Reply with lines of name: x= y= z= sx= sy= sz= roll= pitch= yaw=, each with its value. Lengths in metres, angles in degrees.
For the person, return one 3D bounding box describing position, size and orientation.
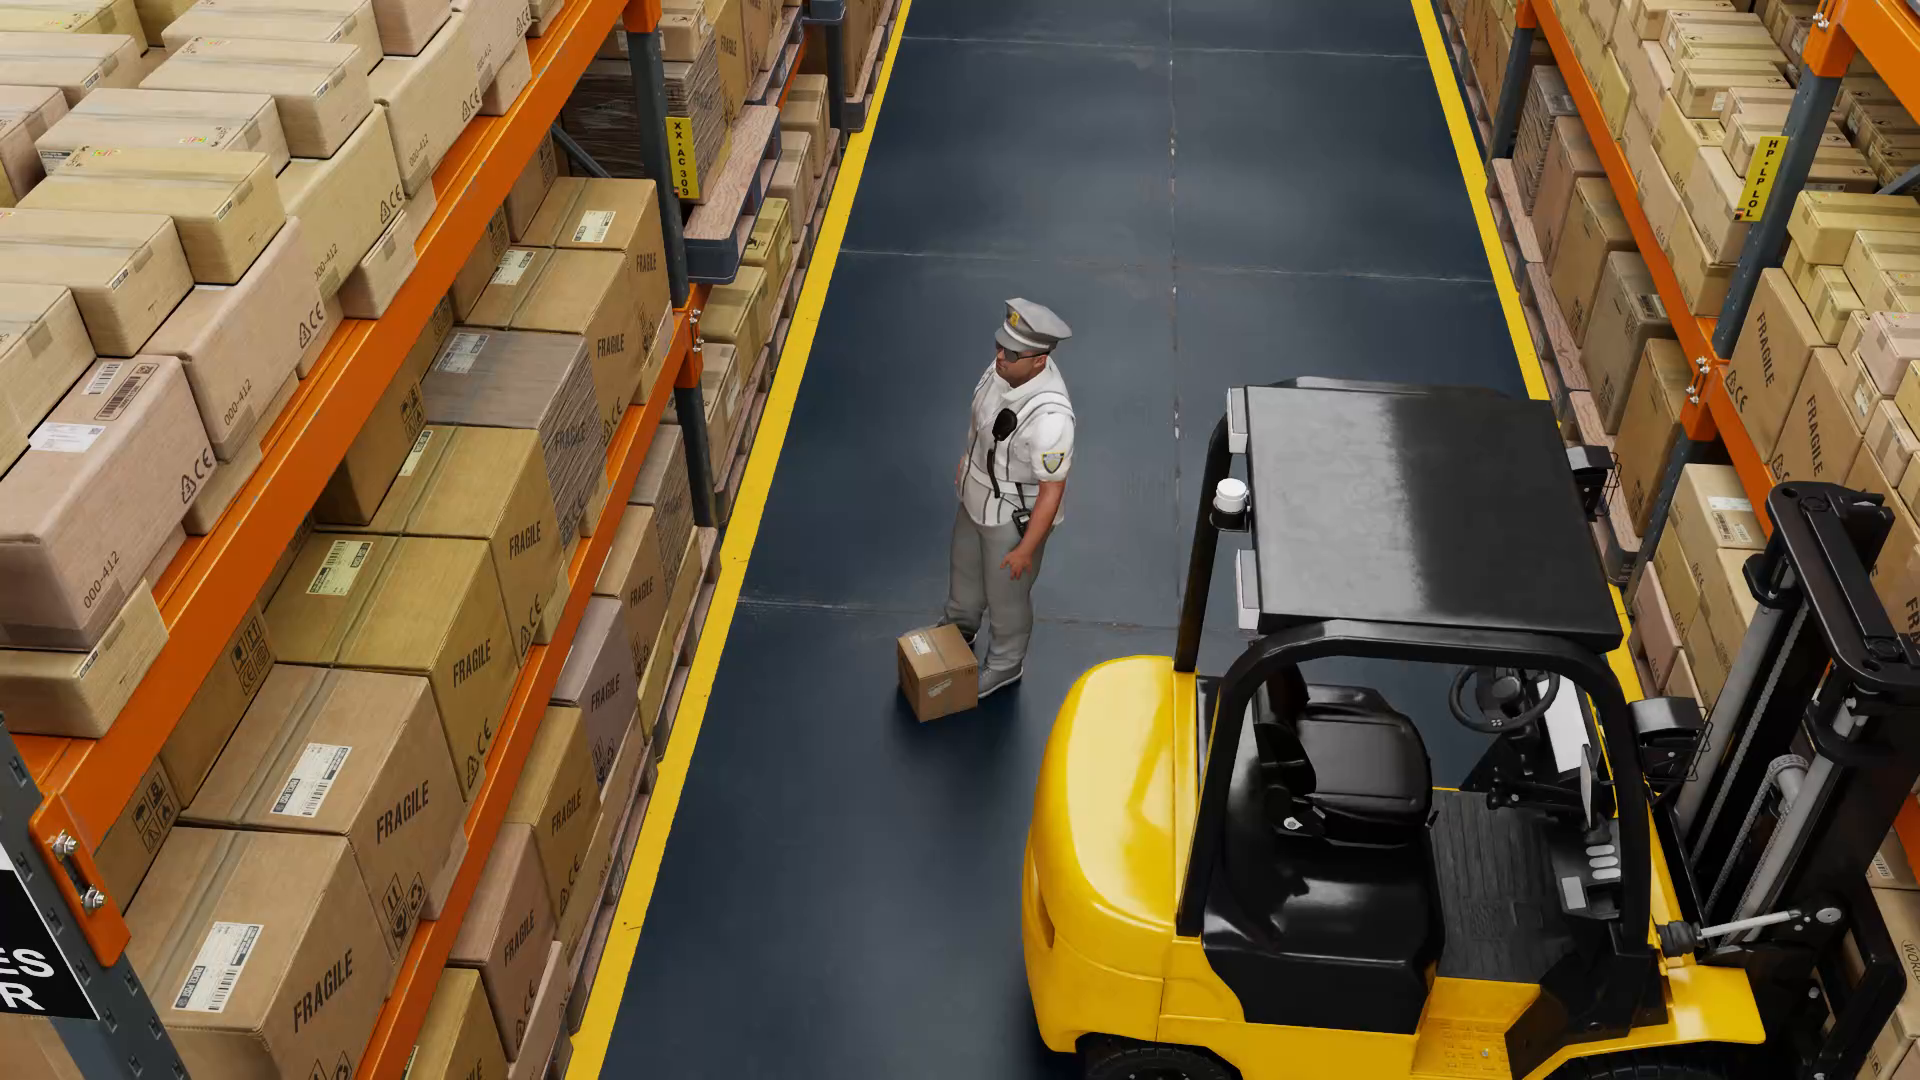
person: x=0.101 y=-0.129 z=6.267 sx=0.573 sy=1.780 sz=0.641 roll=-13 pitch=41 yaw=-15
